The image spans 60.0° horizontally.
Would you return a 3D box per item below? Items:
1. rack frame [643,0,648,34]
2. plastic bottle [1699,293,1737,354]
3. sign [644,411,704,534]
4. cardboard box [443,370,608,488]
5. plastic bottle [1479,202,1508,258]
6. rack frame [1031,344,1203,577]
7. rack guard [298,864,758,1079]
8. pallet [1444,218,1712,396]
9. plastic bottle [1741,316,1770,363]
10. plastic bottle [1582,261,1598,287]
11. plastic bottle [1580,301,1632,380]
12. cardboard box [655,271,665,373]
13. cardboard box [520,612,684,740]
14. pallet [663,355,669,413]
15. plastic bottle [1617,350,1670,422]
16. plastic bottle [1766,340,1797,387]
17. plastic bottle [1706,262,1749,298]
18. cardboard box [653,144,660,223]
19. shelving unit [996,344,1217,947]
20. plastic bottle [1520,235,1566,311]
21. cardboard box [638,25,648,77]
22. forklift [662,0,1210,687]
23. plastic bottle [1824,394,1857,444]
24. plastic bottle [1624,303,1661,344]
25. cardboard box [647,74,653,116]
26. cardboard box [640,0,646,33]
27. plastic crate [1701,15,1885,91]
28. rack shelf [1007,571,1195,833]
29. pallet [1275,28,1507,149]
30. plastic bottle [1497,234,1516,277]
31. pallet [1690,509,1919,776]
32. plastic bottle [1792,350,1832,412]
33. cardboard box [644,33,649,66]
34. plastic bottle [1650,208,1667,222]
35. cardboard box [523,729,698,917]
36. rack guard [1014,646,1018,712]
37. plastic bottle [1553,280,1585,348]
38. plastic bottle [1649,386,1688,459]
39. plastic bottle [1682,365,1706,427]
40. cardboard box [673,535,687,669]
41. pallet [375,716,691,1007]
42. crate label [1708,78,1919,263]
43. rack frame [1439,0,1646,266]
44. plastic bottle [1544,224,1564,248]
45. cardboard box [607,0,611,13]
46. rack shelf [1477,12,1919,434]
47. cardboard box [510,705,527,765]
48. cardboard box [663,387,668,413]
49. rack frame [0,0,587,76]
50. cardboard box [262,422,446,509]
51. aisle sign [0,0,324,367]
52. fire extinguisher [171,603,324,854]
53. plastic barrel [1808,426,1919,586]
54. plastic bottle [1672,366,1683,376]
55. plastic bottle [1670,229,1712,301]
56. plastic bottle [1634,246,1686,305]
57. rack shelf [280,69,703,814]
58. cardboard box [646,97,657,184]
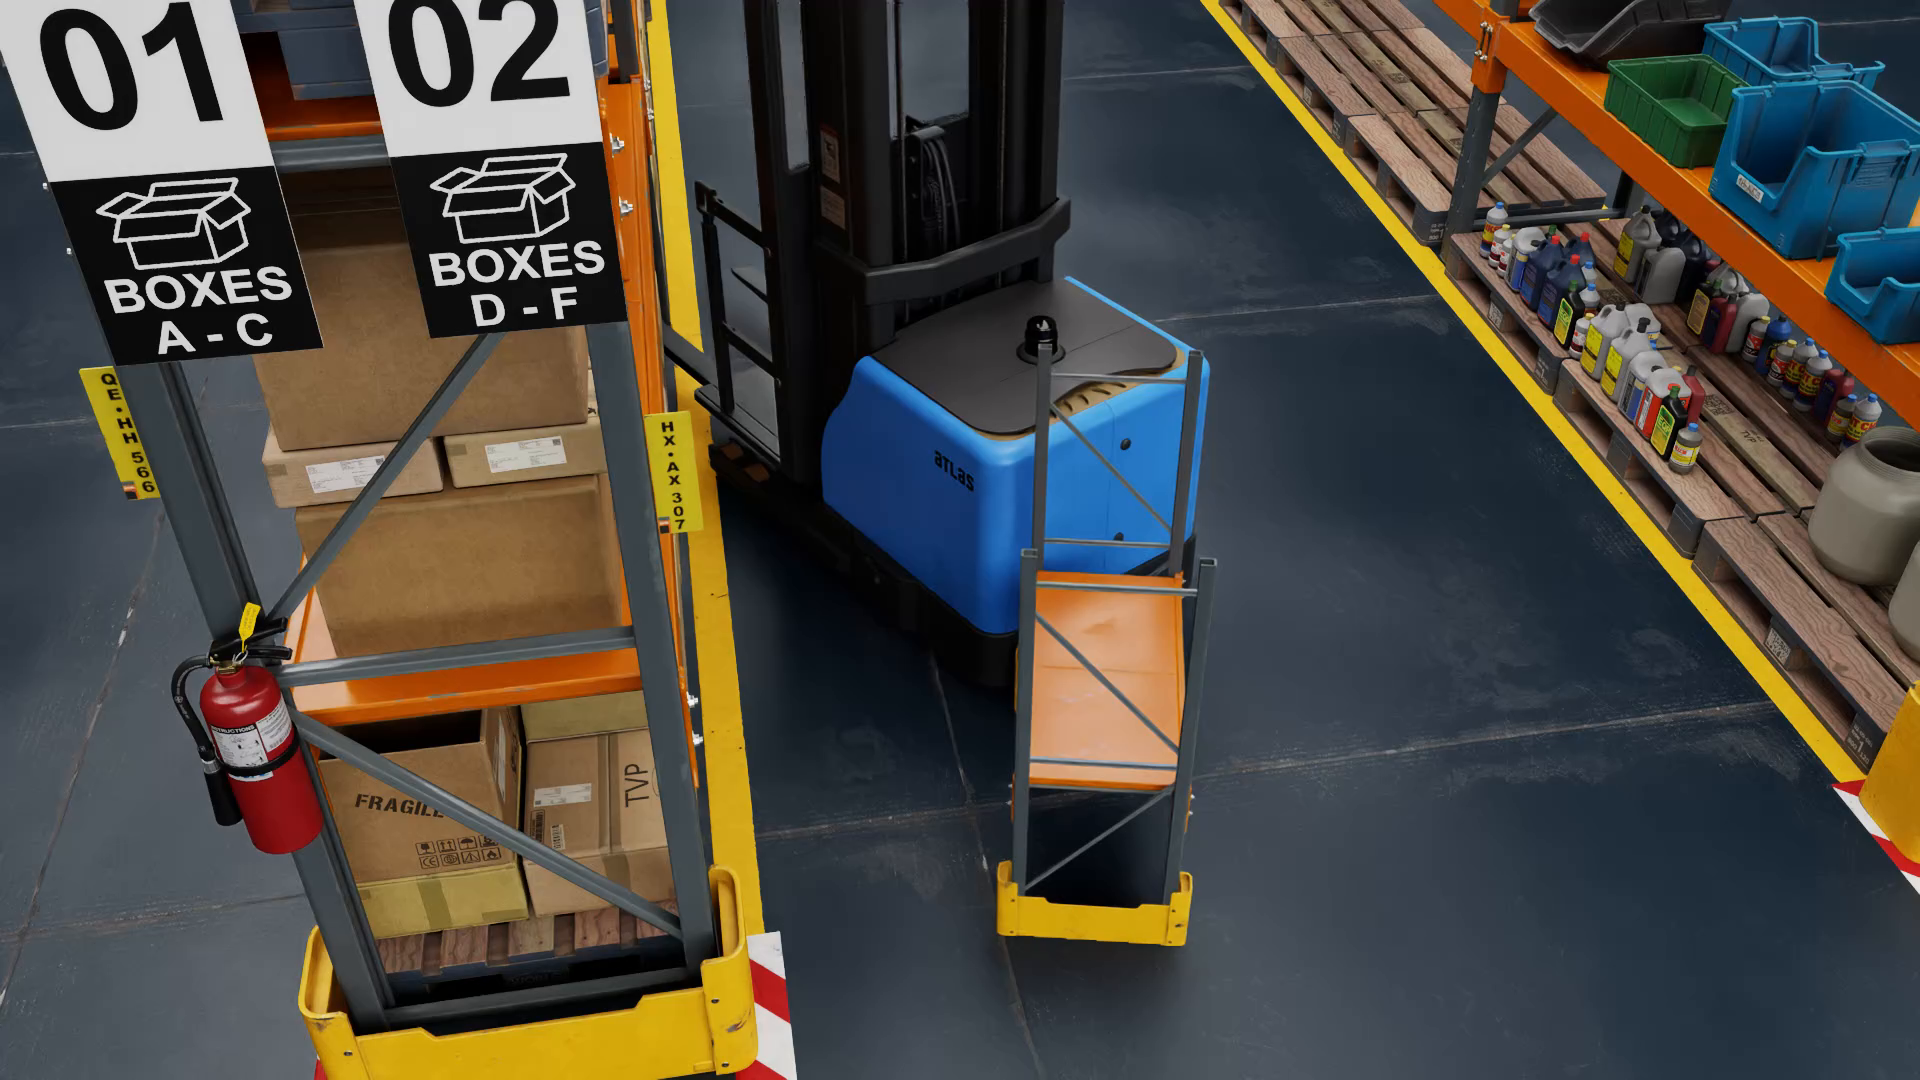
[{"bbox_3d":[-2.589,-4.551,10.162,1.000,3.000,0.127,-6,38,-8],"label":"rack frame"},{"bbox_3d":[3.396,-0.987,7.431,0.061,0.283,0.133,-6,38,-8],"label":"plastic bottle"},{"bbox_3d":[-0.639,-0.148,3.725,0.100,0.325,0.005,-6,38,-8],"label":"sign"},{"bbox_3d":[-1.043,-0.274,4.048,0.380,0.149,0.250,-6,38,-8],"label":"cardboard box"},{"bbox_3d":[2.614,-1.522,8.129,0.097,0.271,0.097,0,38,0],"label":"plastic bottle"},{"bbox_3d":[0.487,0.014,5.509,0.500,1.500,0.032,3,38,4],"label":"rack frame"},{"bbox_3d":[-1.182,1.283,4.691,1.175,0.500,0.348,-6,38,-8],"label":"rack guard"},{"bbox_3d":[3.066,-1.154,8.063,1.003,0.211,1.213,-6,38,-8],"label":"pallet"},{"bbox_3d":[3.549,-0.898,7.383,0.097,0.201,0.097,0,38,0],"label":"plastic bottle"},{"bbox_3d":[2.867,-1.155,7.657,0.097,0.271,0.097,0,38,0],"label":"plastic bottle"},{"bbox_3d":[2.830,-0.890,7.251,0.144,0.351,0.185,-7,38,-8],"label":"plastic bottle"},{"bbox_3d":[-1.591,-0.958,7.437,0.500,0.250,0.500,-6,38,-8],"label":"cardboard box"},{"bbox_3d":[-1.151,0.256,5.264,0.500,0.500,0.500,-6,38,-8],"label":"cardboard box"},{"bbox_3d":[-1.790,-0.549,7.284,1.003,0.211,1.213,-6,38,-8],"label":"pallet"},{"bbox_3d":[2.896,-0.648,7.001,0.152,0.276,0.135,-7,38,-9],"label":"plastic bottle"},{"bbox_3d":[3.585,-0.774,7.223,0.097,0.201,0.097,0,38,0],"label":"plastic bottle"},{"bbox_3d":[3.476,-1.124,7.552,0.144,0.351,0.185,-6,38,-8],"label":"plastic bottle"},{"bbox_3d":[-1.803,-1.794,8.513,0.500,0.250,0.500,-5,38,-7],"label":"cardboard box"},{"bbox_3d":[0.447,0.320,5.116,0.587,1.500,1.083,3,38,4],"label":"shelving unit"},{"bbox_3d":[2.722,-1.261,7.728,0.144,0.351,0.185,-5,38,-7],"label":"plastic bottle"},{"bbox_3d":[-1.986,-2.641,9.146,0.500,0.311,0.500,-5,38,-7],"label":"cardboard box"},{"bbox_3d":[-0.405,-1.476,6.261,1.130,2.935,3.031,-26,45,-29],"label":"forklift"},{"bbox_3d":[3.661,-0.509,6.882,0.097,0.201,0.097,0,38,0],"label":"plastic bottle"},{"bbox_3d":[2.971,-0.891,7.314,0.152,0.276,0.135,-6,38,-8],"label":"plastic bottle"},{"bbox_3d":[-1.985,-2.414,9.311,0.500,0.250,0.500,-6,38,-7],"label":"cardboard box"},{"bbox_3d":[-2.157,-3.249,9.929,0.500,0.311,0.500,-7,38,-9],"label":"cardboard box"},{"bbox_3d":[3.451,-1.967,6.958,0.499,0.251,0.616,-6,38,-8],"label":"plastic crate"},{"bbox_3d":[0.446,0.467,5.219,0.538,0.185,1.000,3,38,4],"label":"rack shelf"},{"bbox_3d":[2.596,-2.772,10.147,1.003,0.211,1.213,-6,38,-8],"label":"pallet"},{"bbox_3d":[2.649,-1.371,7.992,0.097,0.201,0.097,0,38,0],"label":"plastic bottle"},{"bbox_3d":[3.494,0.320,6.166,1.003,0.211,1.213,-6,38,-8],"label":"pallet"},{"bbox_3d":[3.620,-0.681,7.047,0.097,0.271,0.097,0,38,0],"label":"plastic bottle"},{"bbox_3d":[-2.163,-3.028,10.102,0.500,0.250,0.500,-7,38,-8],"label":"cardboard box"},{"bbox_3d":[3.398,-1.511,8.105,0.061,0.283,0.133,-4,38,-6],"label":"plastic bottle"},{"bbox_3d":[-1.062,0.854,5.105,0.500,0.250,0.500,-6,38,-8],"label":"cardboard box"},{"bbox_3d":[0.487,0.509,5.891,0.587,0.250,0.087,3,38,4],"label":"rack guard"},{"bbox_3d":[2.743,-1.016,7.468,0.061,0.283,0.133,-5,38,-6],"label":"plastic bottle"},{"bbox_3d":[2.899,-0.481,6.779,0.061,0.283,0.133,-5,38,-7],"label":"plastic bottle"},{"bbox_3d":[3.025,-0.579,6.906,0.061,0.283,0.133,-6,38,-8],"label":"plastic bottle"},{"bbox_3d":[-1.240,0.250,5.882,0.500,0.250,0.500,-6,38,-8],"label":"cardboard box"},{"bbox_3d":[-1.362,0.925,5.387,1.003,0.211,1.213,-6,38,-8],"label":"pallet"},{"bbox_3d":[3.102,-1.346,6.008,0.502,0.435,0.616,-6,38,-8],"label":"crate label"},{"bbox_3d":[2.989,-2.665,7.735,1.000,3.000,0.127,-6,38,-8],"label":"rack frame"},{"bbox_3d":[2.802,-1.346,7.893,0.061,0.283,0.133,-6,38,-8],"label":"plastic bottle"},{"bbox_3d":[-1.842,-2.593,7.847,0.380,0.149,0.250,-6,38,-8],"label":"cardboard box"},{"bbox_3d":[3.340,-1.173,6.401,1.077,0.370,4.000,-6,38,-8],"label":"rack shelf"},{"bbox_3d":[-1.671,0.609,5.421,0.500,0.250,0.500,-6,38,-8],"label":"cardboard box"},{"bbox_3d":[-1.411,-0.355,6.660,0.500,0.250,0.500,-6,38,-8],"label":"cardboard box"},{"bbox_3d":[-1.187,-2.088,2.102,1.000,3.000,0.127,-6,38,-8],"label":"rack frame"},{"bbox_3d":[-1.441,-0.224,3.984,0.380,0.149,0.250,-7,38,-9],"label":"cardboard box"},{"bbox_3d":[-1.464,-0.674,3.053,0.394,0.787,0.004,-6,38,-8],"label":"aisle sign"},{"bbox_3d":[-1.623,0.433,3.810,0.296,0.674,0.183,-6,38,-8],"label":"fire extinguisher"},{"bbox_3d":[3.412,-0.125,6.151,0.421,0.512,0.421,0,38,0],"label":"plastic barrel"},{"bbox_3d":[3.015,-0.644,7.056,0.097,0.201,0.097,0,38,0],"label":"plastic bottle"},{"bbox_3d":[3.420,-1.319,7.803,0.144,0.351,0.185,-8,39,-10],"label":"plastic bottle"},{"bbox_3d":[3.278,-1.258,7.786,0.152,0.276,0.135,-6,38,-8],"label":"plastic bottle"},{"bbox_3d":[-1.537,-0.642,5.718,1.077,0.370,4.000,-6,38,-8],"label":"rack shelf"},{"bbox_3d":[-1.798,-2.015,8.341,0.500,0.311,0.500,-7,38,-8],"label":"cardboard box"}]
